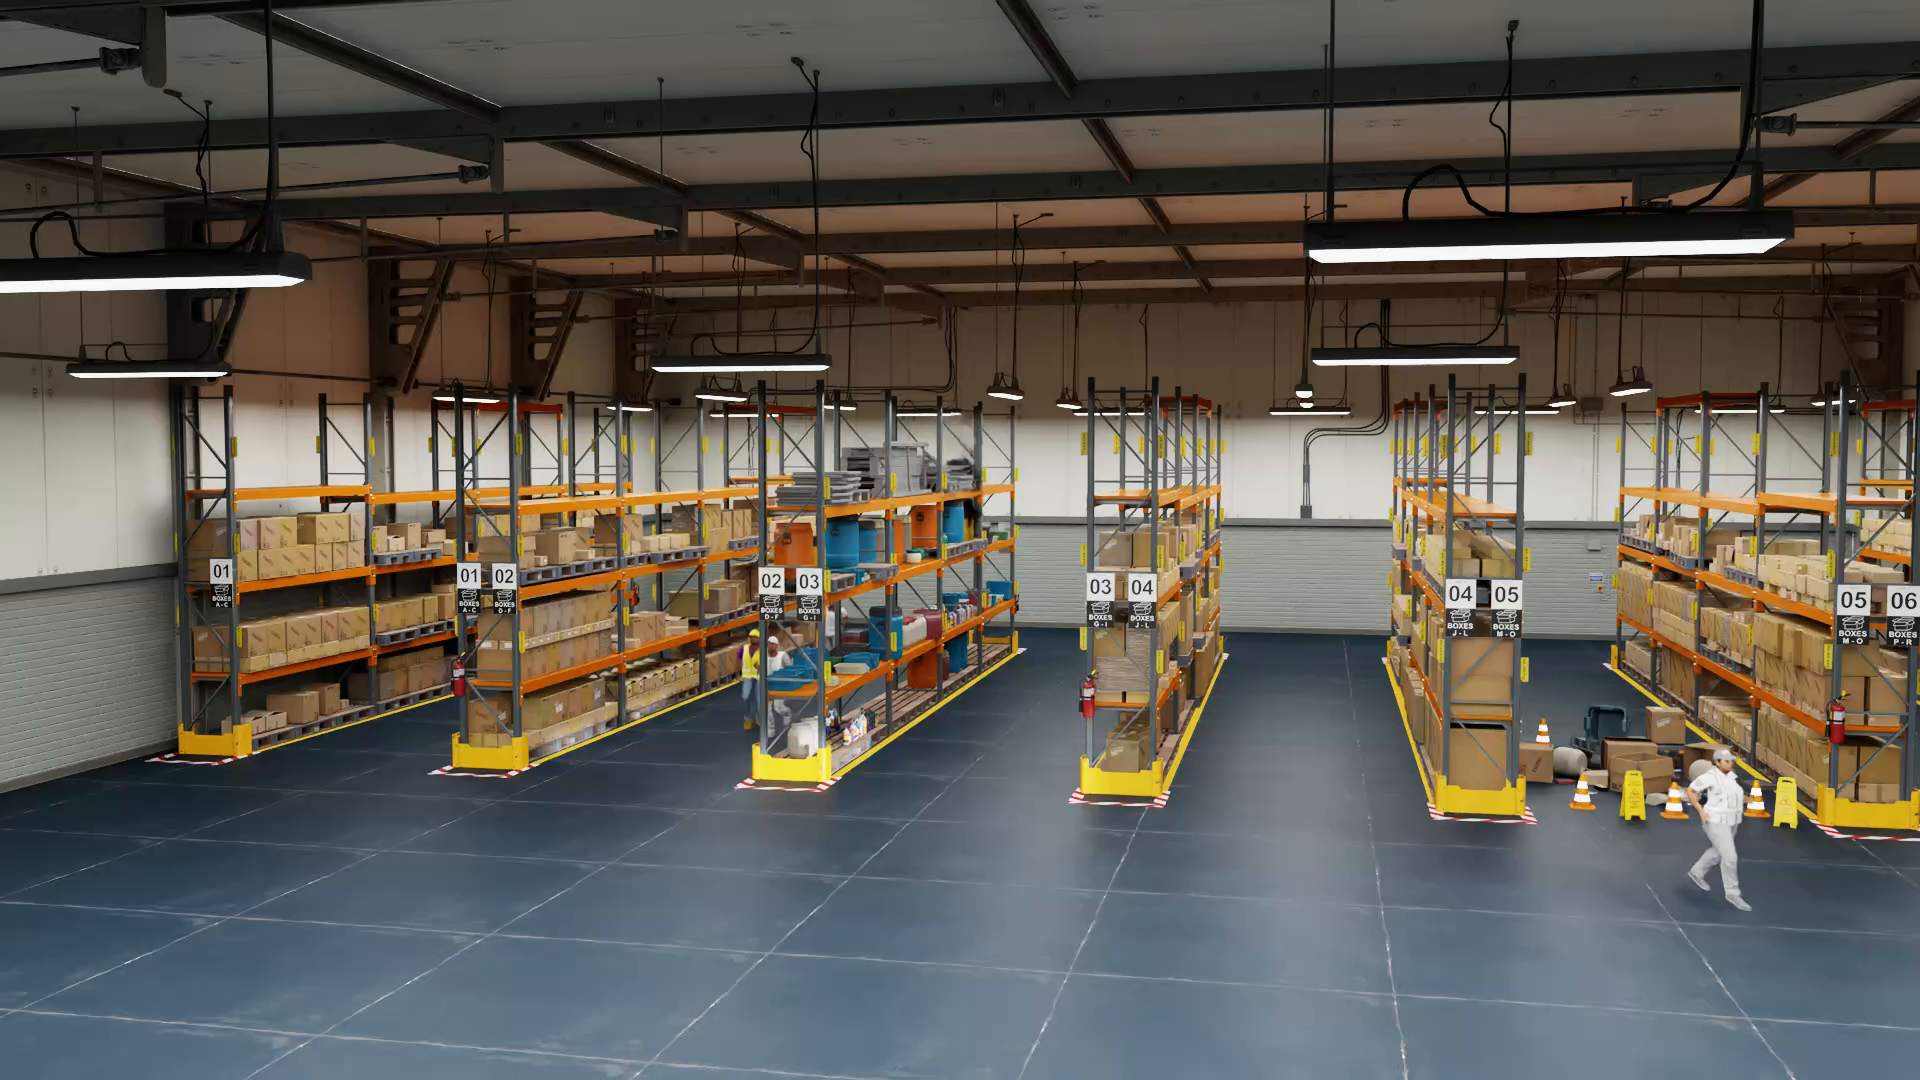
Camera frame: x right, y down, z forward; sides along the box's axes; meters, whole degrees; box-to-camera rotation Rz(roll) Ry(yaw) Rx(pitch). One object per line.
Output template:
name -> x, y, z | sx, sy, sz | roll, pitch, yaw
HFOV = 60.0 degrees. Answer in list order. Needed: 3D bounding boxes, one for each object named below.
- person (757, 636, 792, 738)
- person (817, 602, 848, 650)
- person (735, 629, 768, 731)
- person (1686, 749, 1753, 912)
person -> -3.203, 2.523, 28.815 | 0.663, 1.746, 0.786 | 1, 3, 15
person -> -2.797, 2.090, 36.249 | 0.635, 1.815, 0.841 | 0, 3, 4
person -> -3.654, 2.479, 29.411 | 0.670, 1.801, 0.728 | 0, 3, 1
person -> 8.366, 3.136, 18.291 | 0.594, 1.698, 0.873 | -2, 4, -31
